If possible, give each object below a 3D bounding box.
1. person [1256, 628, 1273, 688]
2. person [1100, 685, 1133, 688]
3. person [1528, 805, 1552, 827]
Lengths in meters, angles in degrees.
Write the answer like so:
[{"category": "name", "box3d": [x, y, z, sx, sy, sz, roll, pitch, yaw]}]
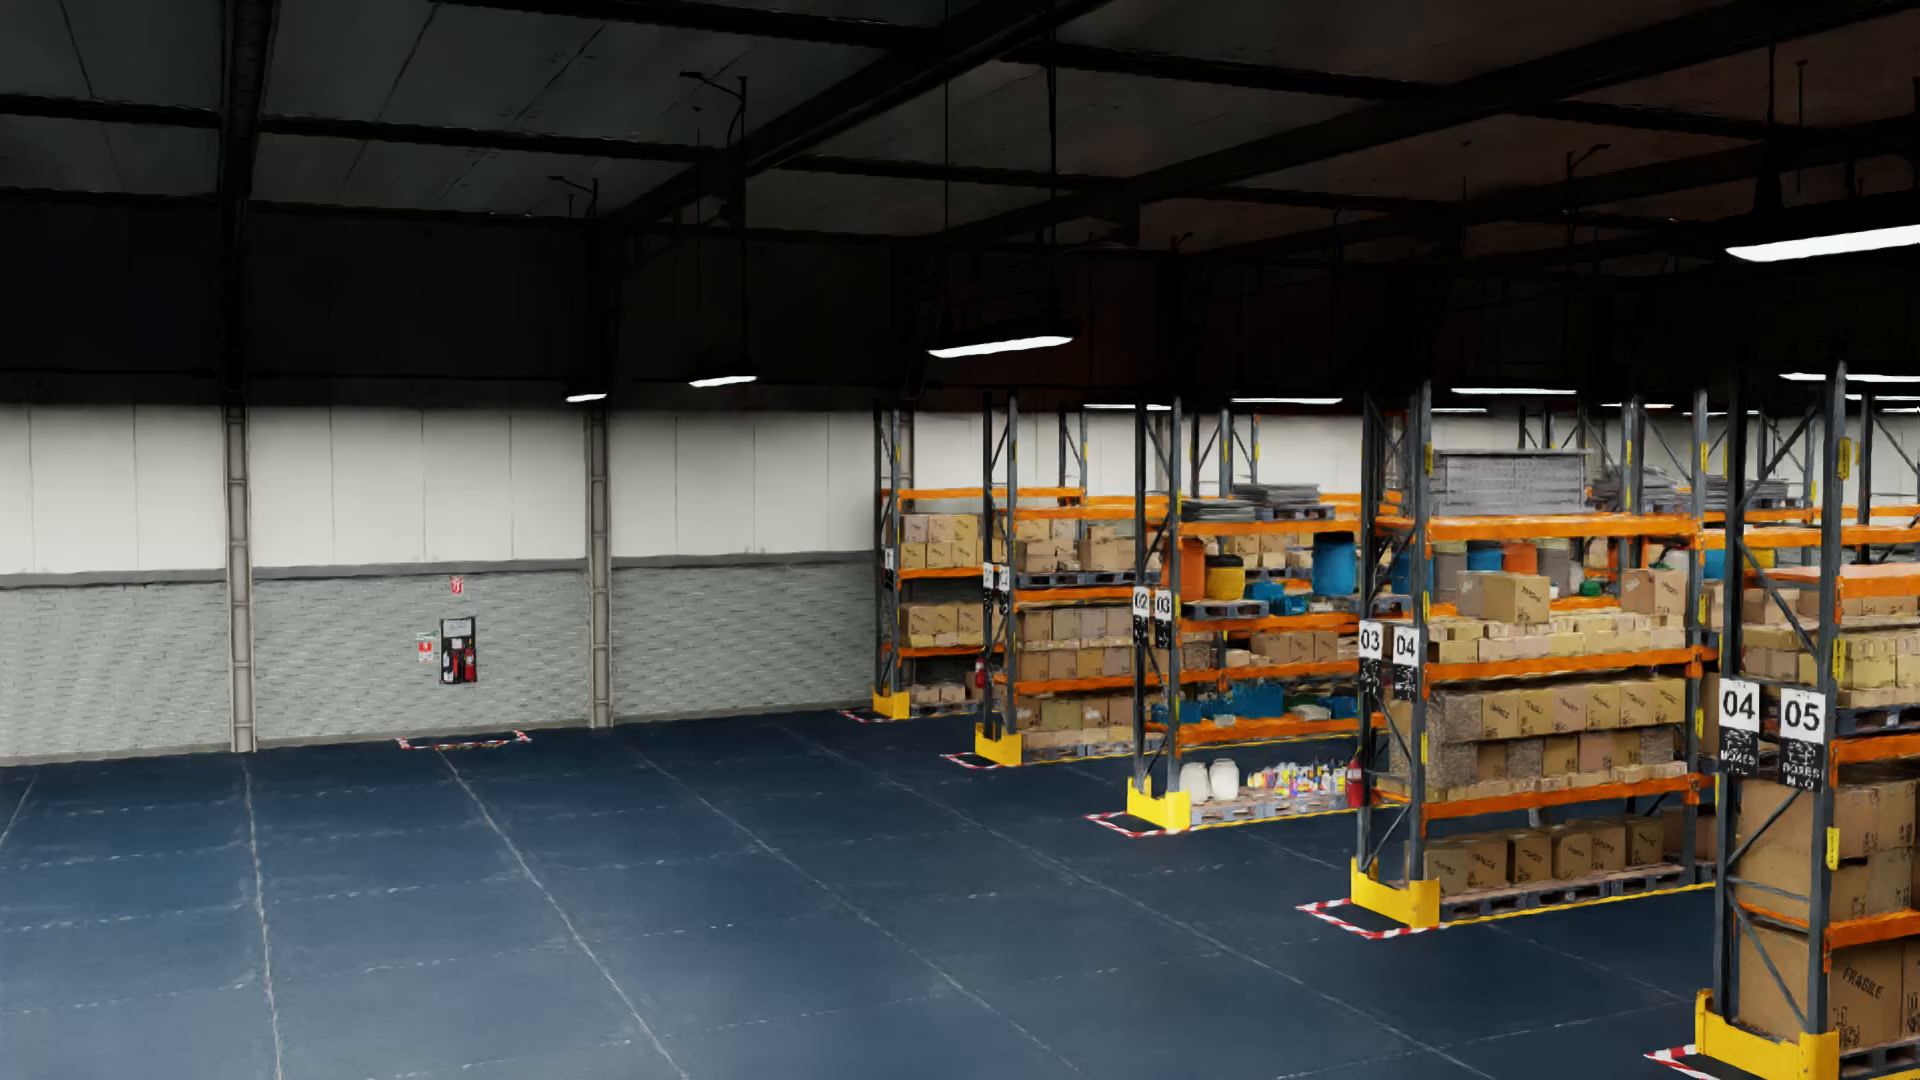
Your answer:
[{"category": "person", "box3d": [6.002, 2.461, 33.050, 0.957, 1.533, 0.411, -2, 4, -33]}, {"category": "person", "box3d": [2.809, 2.532, 30.174, 0.654, 1.723, 0.586, 0, 3, 7]}, {"category": "person", "box3d": [7.321, 3.092, 21.017, 0.577, 1.663, 0.546, 0, 3, -7]}]
